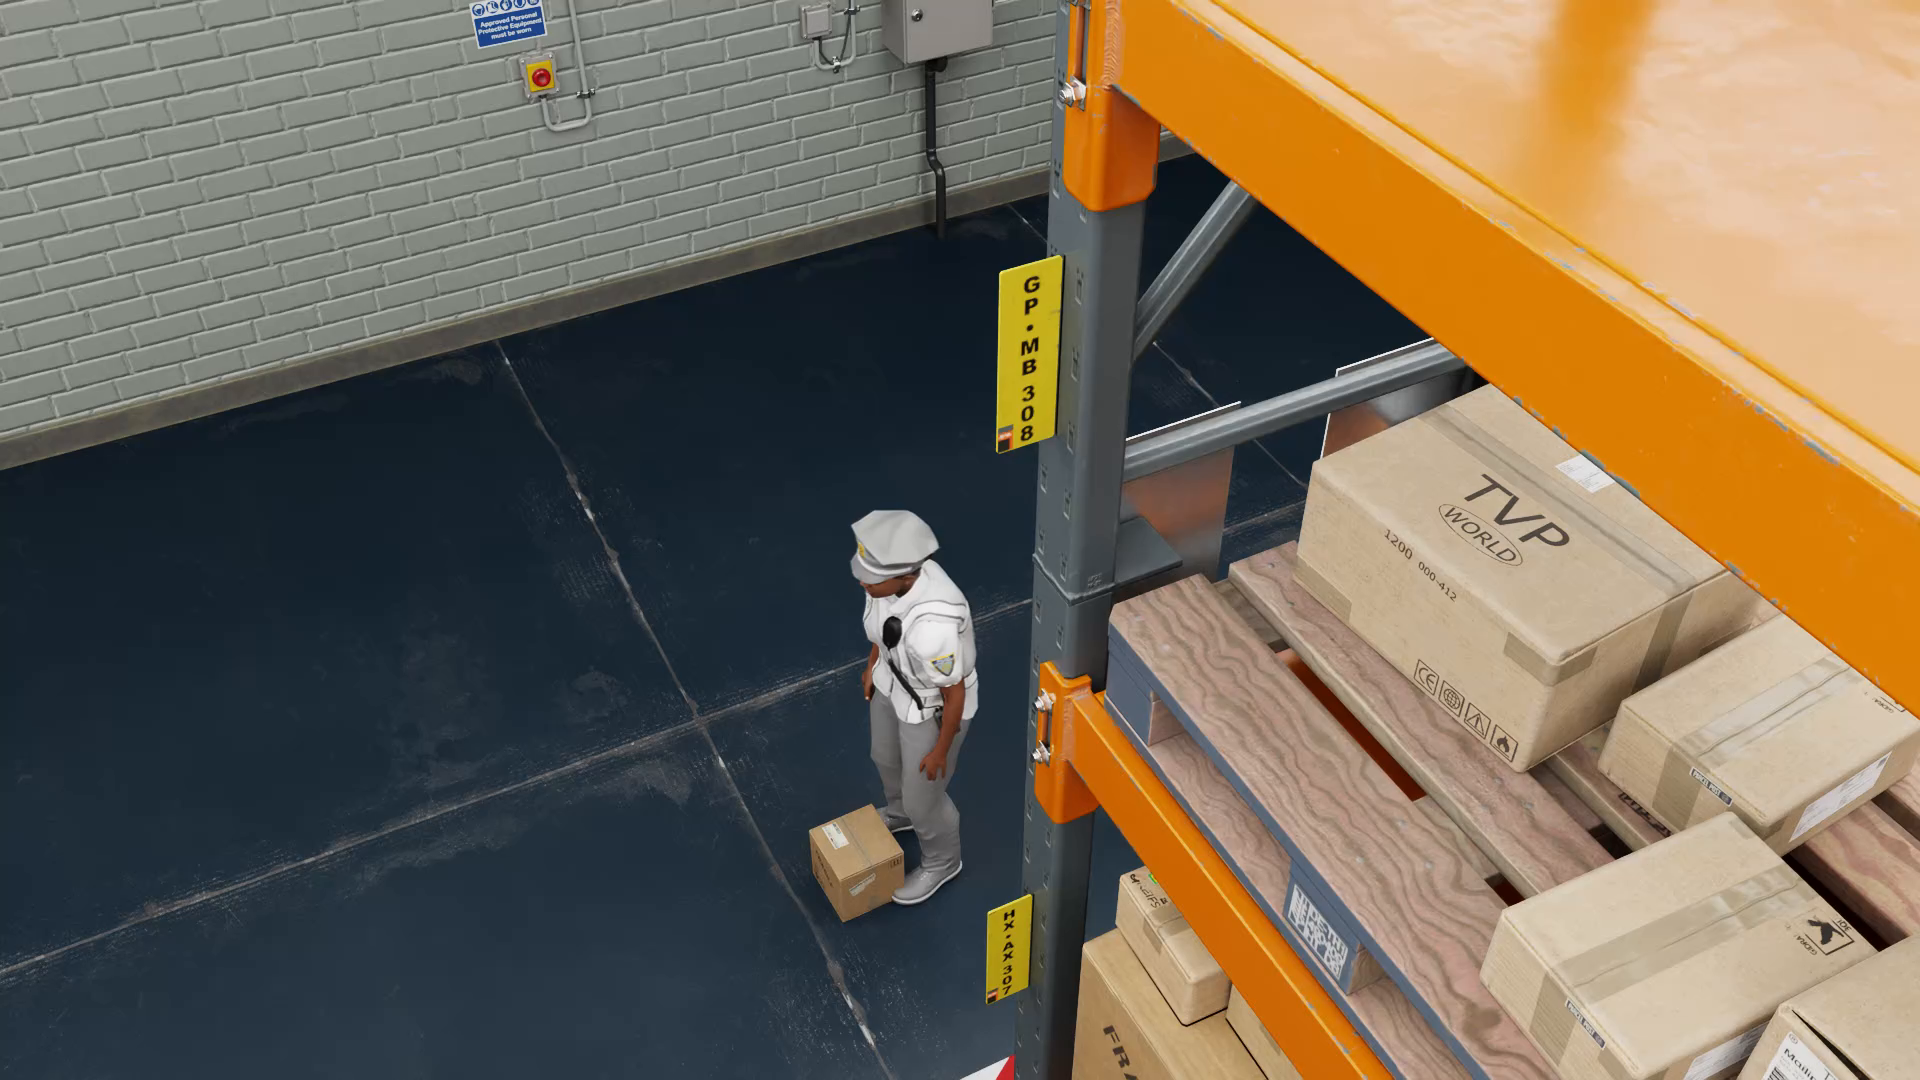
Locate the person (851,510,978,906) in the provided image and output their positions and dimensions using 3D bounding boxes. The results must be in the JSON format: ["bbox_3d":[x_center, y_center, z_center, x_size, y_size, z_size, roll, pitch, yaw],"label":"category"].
[{"bbox_3d":[-0.167,0.549,5.537,0.384,1.661,0.525,-20,45,-22],"label":"person"}]
